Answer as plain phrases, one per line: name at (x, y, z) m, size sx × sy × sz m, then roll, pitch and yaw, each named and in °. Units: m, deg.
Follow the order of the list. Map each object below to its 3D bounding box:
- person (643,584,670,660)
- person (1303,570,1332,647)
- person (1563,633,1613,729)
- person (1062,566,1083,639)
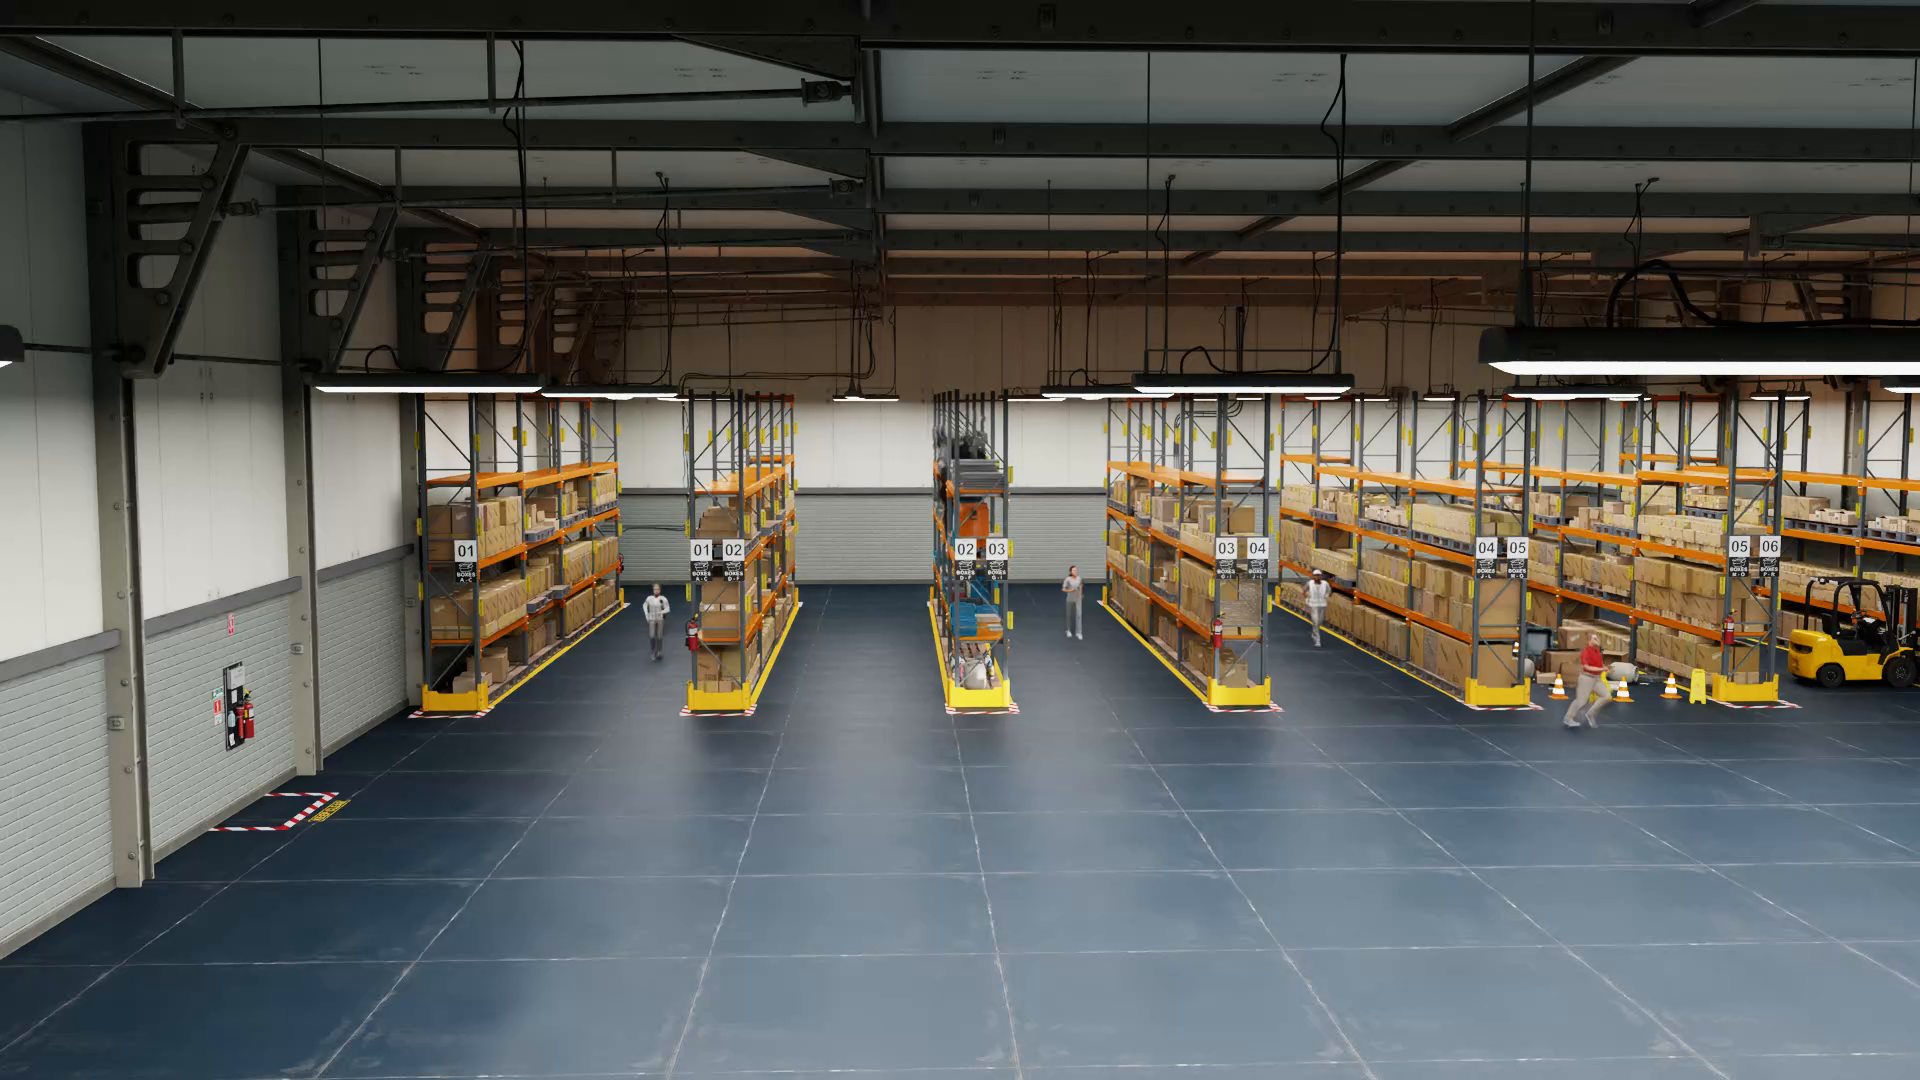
person at (-6.829, 1.851, 37.403) m, size 0.603 × 1.756 × 0.629 m, roll -1°, pitch 5°, yaw -8°
person at (8.541, 1.597, 39.638) m, size 0.665 × 1.796 × 0.889 m, roll 0°, pitch 5°, yaw 0°
person at (11.101, 2.482, 29.252) m, size 0.677 × 1.714 × 0.866 m, roll -4°, pitch 6°, yaw -40°
person at (2.655, 1.448, 38.803) m, size 0.565 × 1.702 × 0.894 m, roll -1°, pitch 5°, yaw -14°
